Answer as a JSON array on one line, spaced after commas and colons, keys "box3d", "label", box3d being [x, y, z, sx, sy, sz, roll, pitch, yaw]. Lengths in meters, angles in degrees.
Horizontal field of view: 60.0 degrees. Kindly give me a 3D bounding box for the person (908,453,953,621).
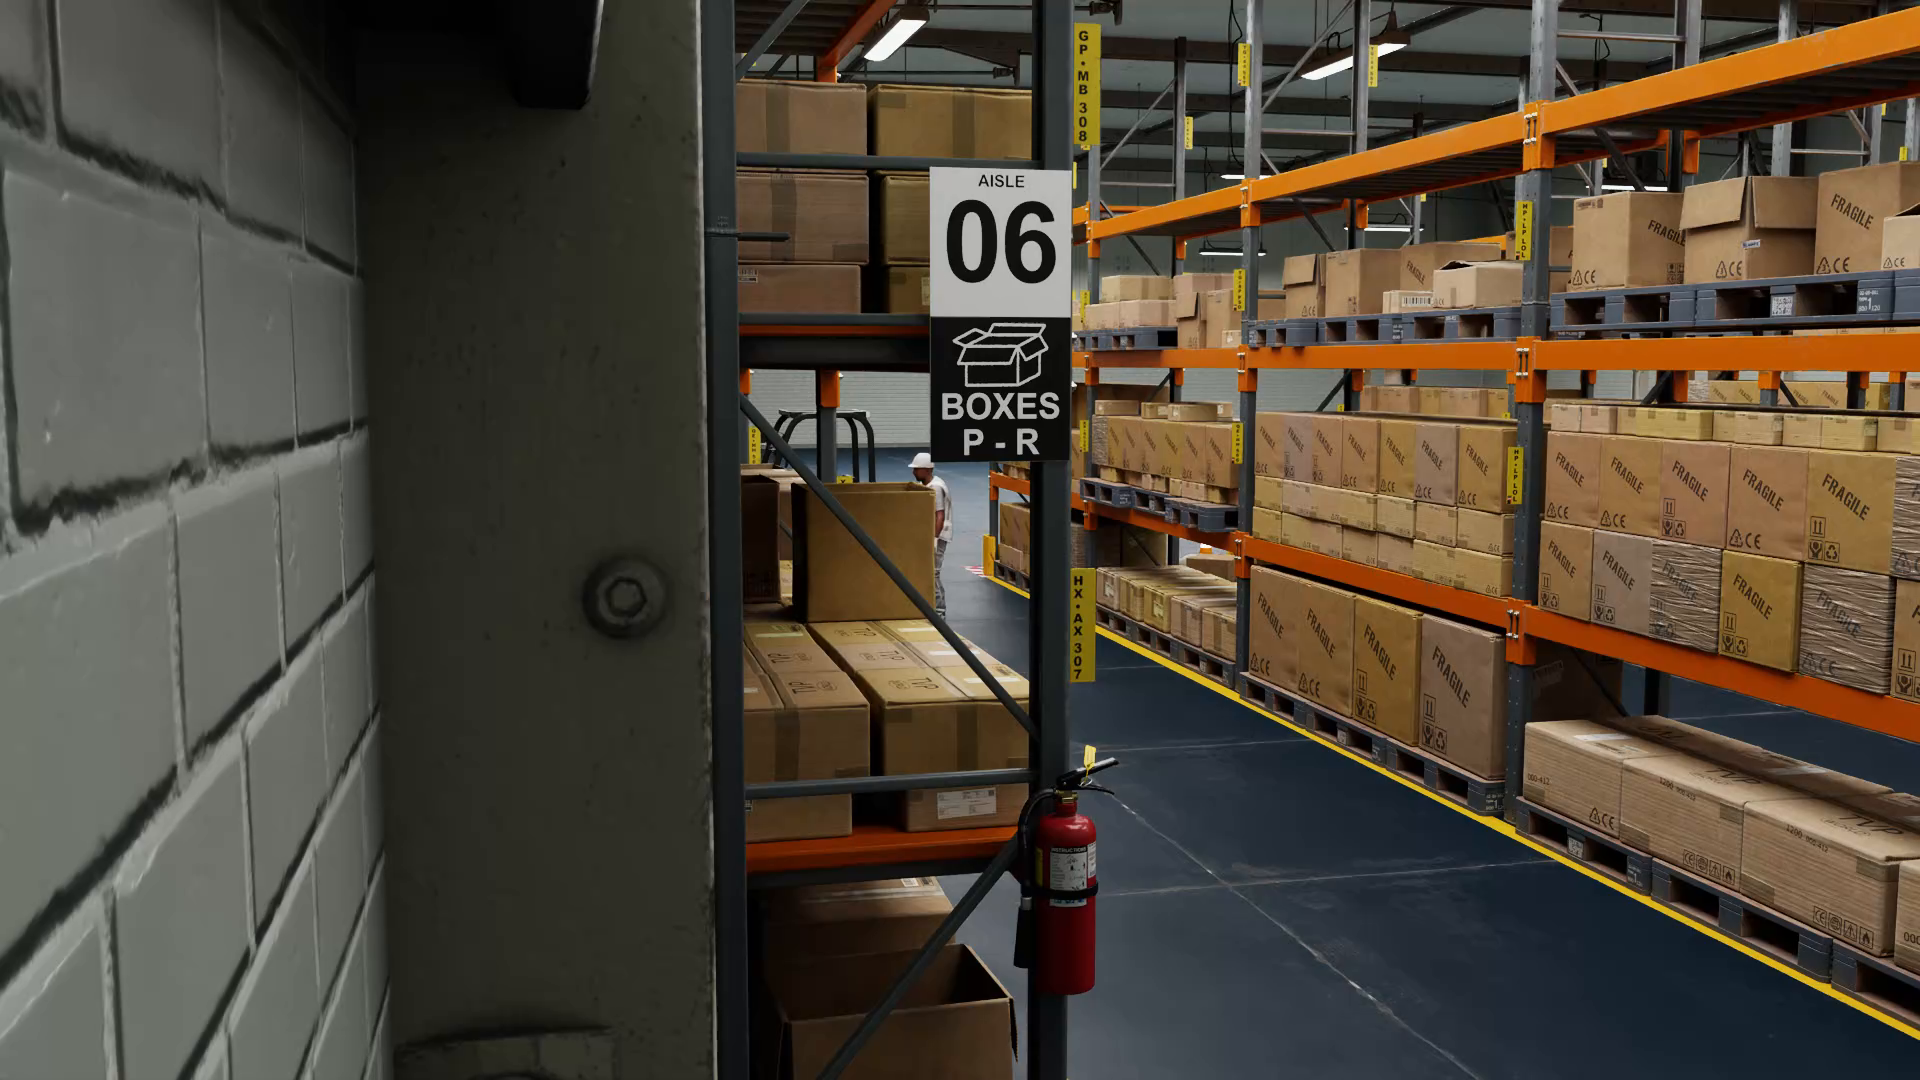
[{"box3d": [-0.314, -0.009, 17.071, 0.449, 1.774, 0.616, -1, 6, -14], "label": "person"}]
